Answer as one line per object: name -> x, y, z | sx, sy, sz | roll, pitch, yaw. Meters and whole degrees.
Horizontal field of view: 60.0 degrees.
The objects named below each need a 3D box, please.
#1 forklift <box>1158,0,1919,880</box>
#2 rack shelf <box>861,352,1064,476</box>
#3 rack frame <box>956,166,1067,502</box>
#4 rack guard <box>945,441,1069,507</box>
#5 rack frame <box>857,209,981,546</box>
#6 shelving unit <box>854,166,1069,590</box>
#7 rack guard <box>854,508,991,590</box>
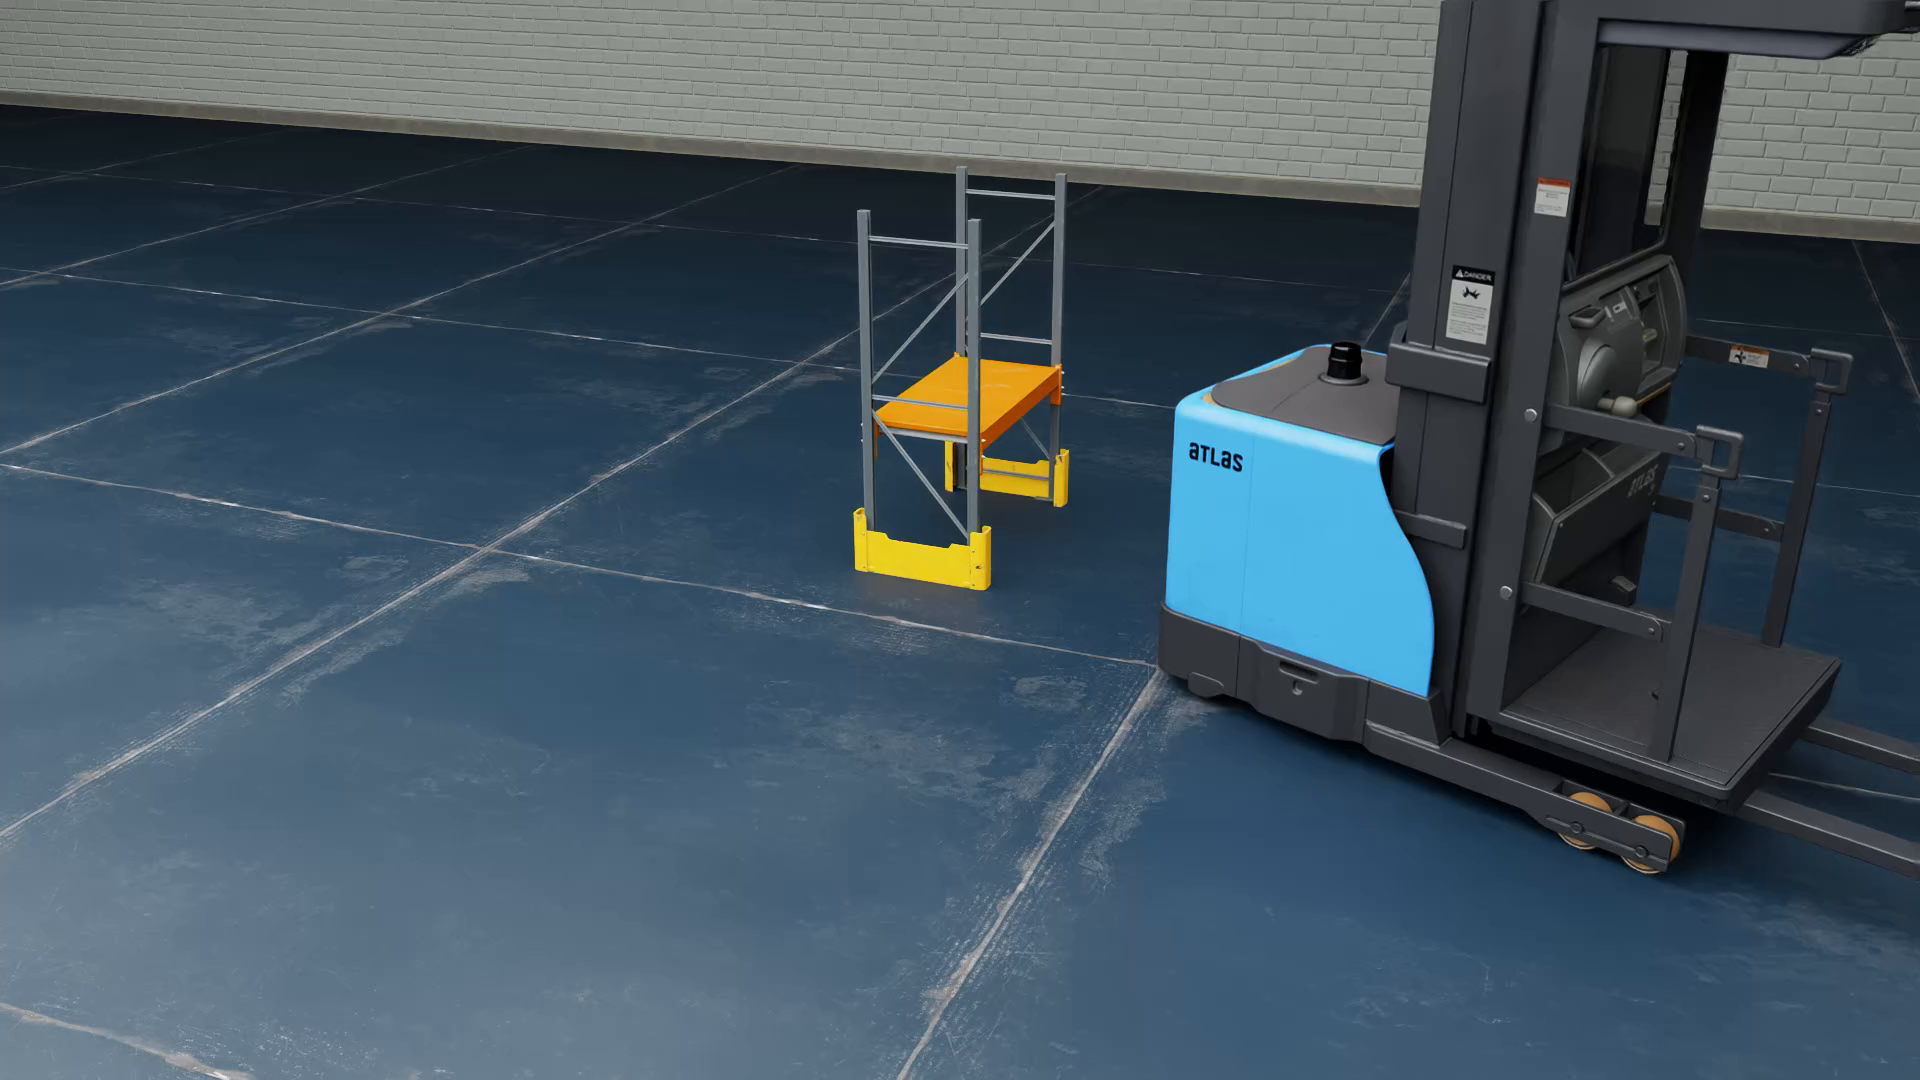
forklift -> 2.151, -0.599, 4.882 | 3.031, 2.935, 1.130 | 19, 29, 38
rack shelf -> 0.032, -0.557, 7.103 | 0.538, 0.185, 1.000 | 9, 24, 20
rack frame -> 0.221, -0.904, 7.470 | 0.500, 1.500, 0.032 | 9, 24, 20
rack guard -> 0.213, -0.321, 7.694 | 0.587, 0.250, 0.087 | 9, 24, 20
rack frame -> -0.157, -0.541, 6.598 | 0.500, 1.500, 0.032 | 9, 24, 20
shelving unit -> 0.028, -0.719, 7.026 | 0.587, 1.500, 1.083 | 9, 24, 20
rack guard -> -0.157, 0.036, 6.840 | 0.587, 0.250, 0.087 | 9, 24, 20
